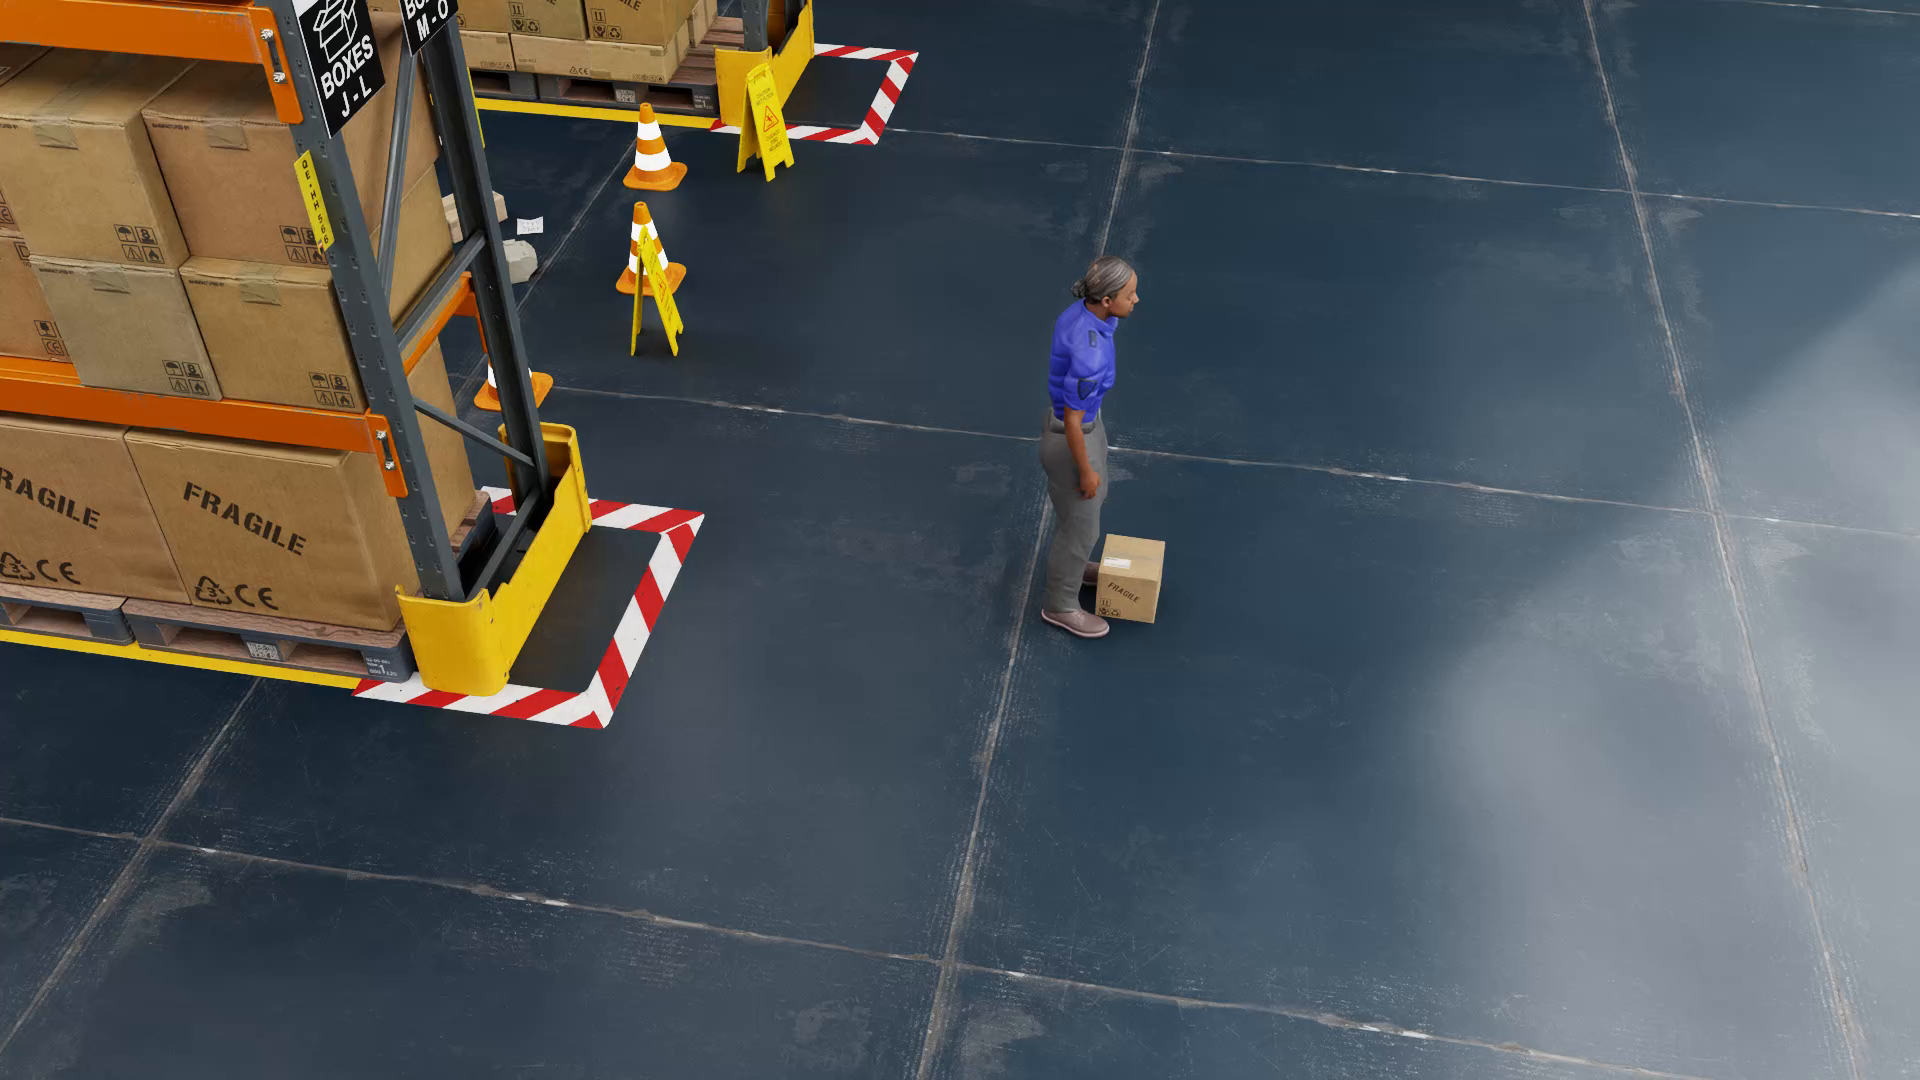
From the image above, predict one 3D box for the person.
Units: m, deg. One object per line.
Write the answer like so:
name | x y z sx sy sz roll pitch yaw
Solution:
person | 0.490 -0.390 6.613 0.348 1.655 0.532 4 41 5
